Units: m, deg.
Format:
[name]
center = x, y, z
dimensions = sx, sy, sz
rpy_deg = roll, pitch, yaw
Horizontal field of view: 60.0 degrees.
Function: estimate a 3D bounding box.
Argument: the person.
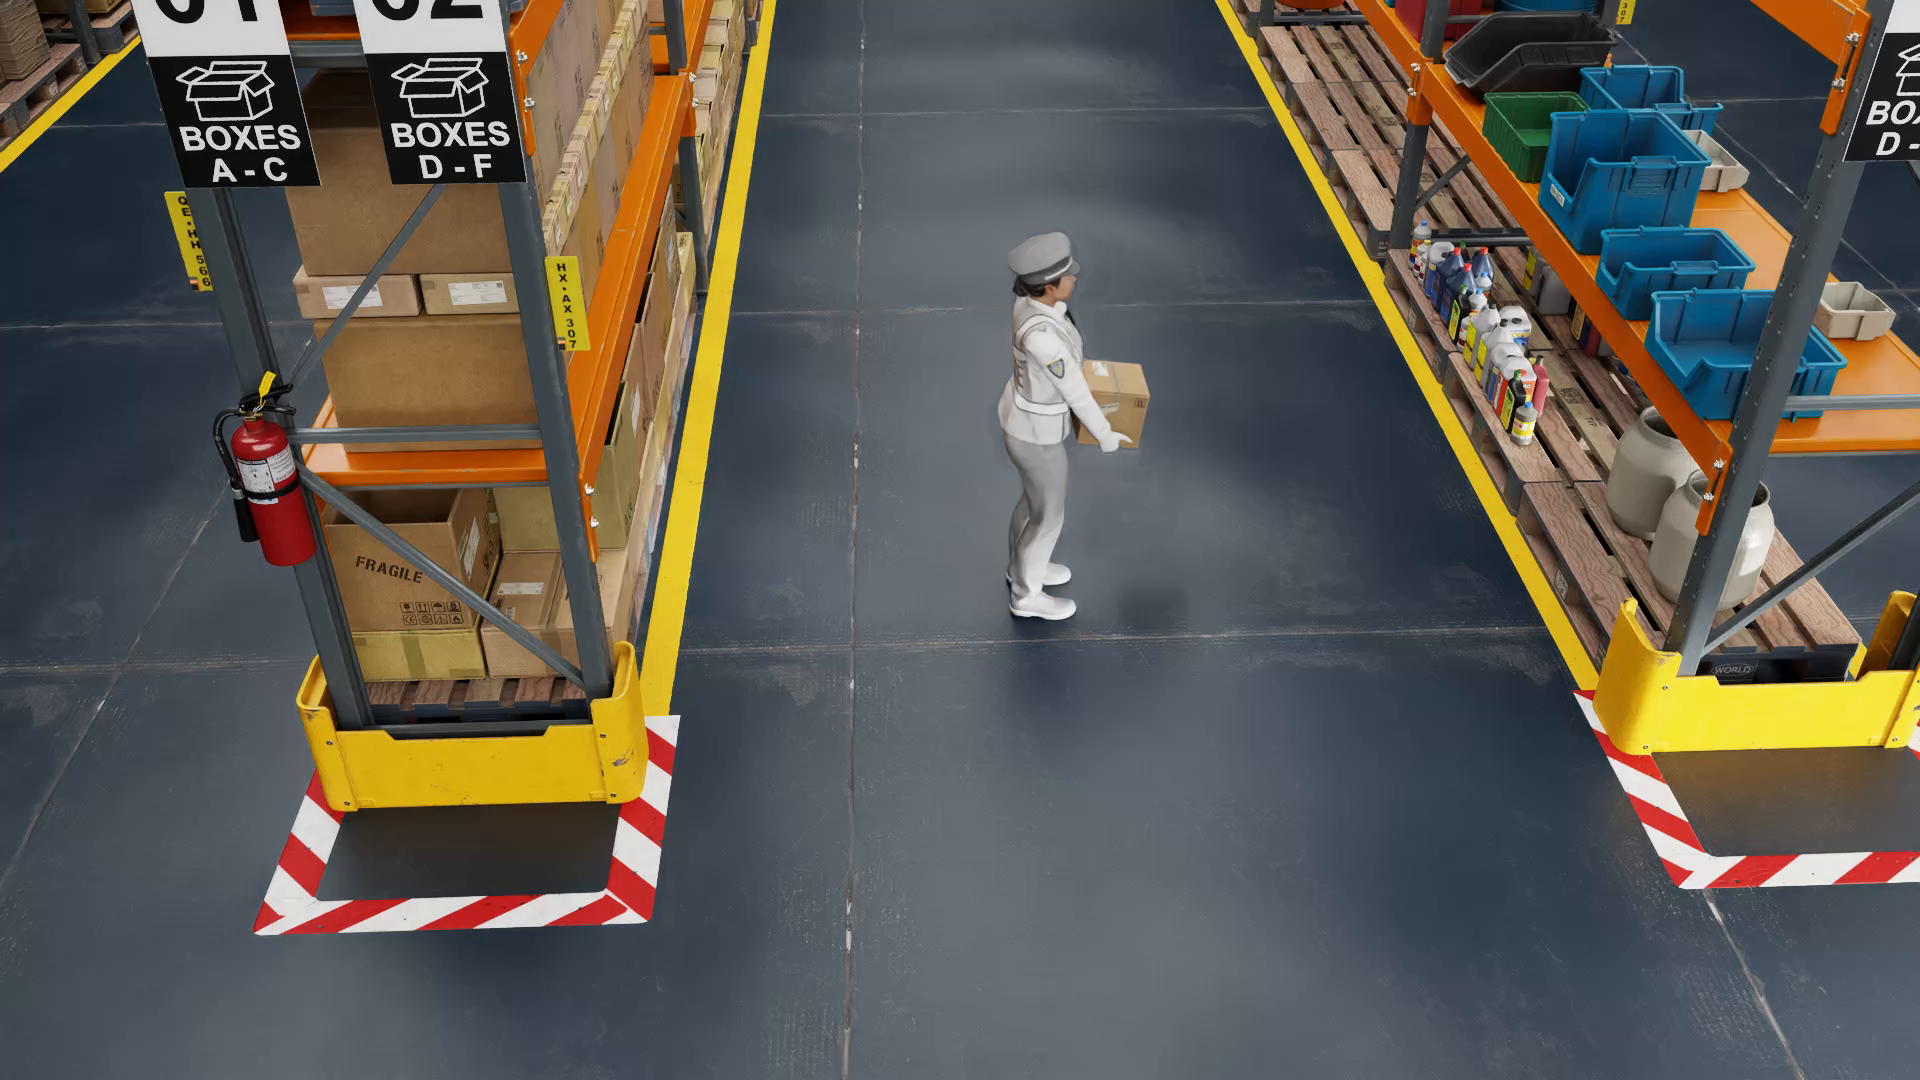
[person]
center = 0.417, -0.455, 6.771
dimensions = 0.526, 1.688, 0.416
rpy_deg = -2, 35, -3
